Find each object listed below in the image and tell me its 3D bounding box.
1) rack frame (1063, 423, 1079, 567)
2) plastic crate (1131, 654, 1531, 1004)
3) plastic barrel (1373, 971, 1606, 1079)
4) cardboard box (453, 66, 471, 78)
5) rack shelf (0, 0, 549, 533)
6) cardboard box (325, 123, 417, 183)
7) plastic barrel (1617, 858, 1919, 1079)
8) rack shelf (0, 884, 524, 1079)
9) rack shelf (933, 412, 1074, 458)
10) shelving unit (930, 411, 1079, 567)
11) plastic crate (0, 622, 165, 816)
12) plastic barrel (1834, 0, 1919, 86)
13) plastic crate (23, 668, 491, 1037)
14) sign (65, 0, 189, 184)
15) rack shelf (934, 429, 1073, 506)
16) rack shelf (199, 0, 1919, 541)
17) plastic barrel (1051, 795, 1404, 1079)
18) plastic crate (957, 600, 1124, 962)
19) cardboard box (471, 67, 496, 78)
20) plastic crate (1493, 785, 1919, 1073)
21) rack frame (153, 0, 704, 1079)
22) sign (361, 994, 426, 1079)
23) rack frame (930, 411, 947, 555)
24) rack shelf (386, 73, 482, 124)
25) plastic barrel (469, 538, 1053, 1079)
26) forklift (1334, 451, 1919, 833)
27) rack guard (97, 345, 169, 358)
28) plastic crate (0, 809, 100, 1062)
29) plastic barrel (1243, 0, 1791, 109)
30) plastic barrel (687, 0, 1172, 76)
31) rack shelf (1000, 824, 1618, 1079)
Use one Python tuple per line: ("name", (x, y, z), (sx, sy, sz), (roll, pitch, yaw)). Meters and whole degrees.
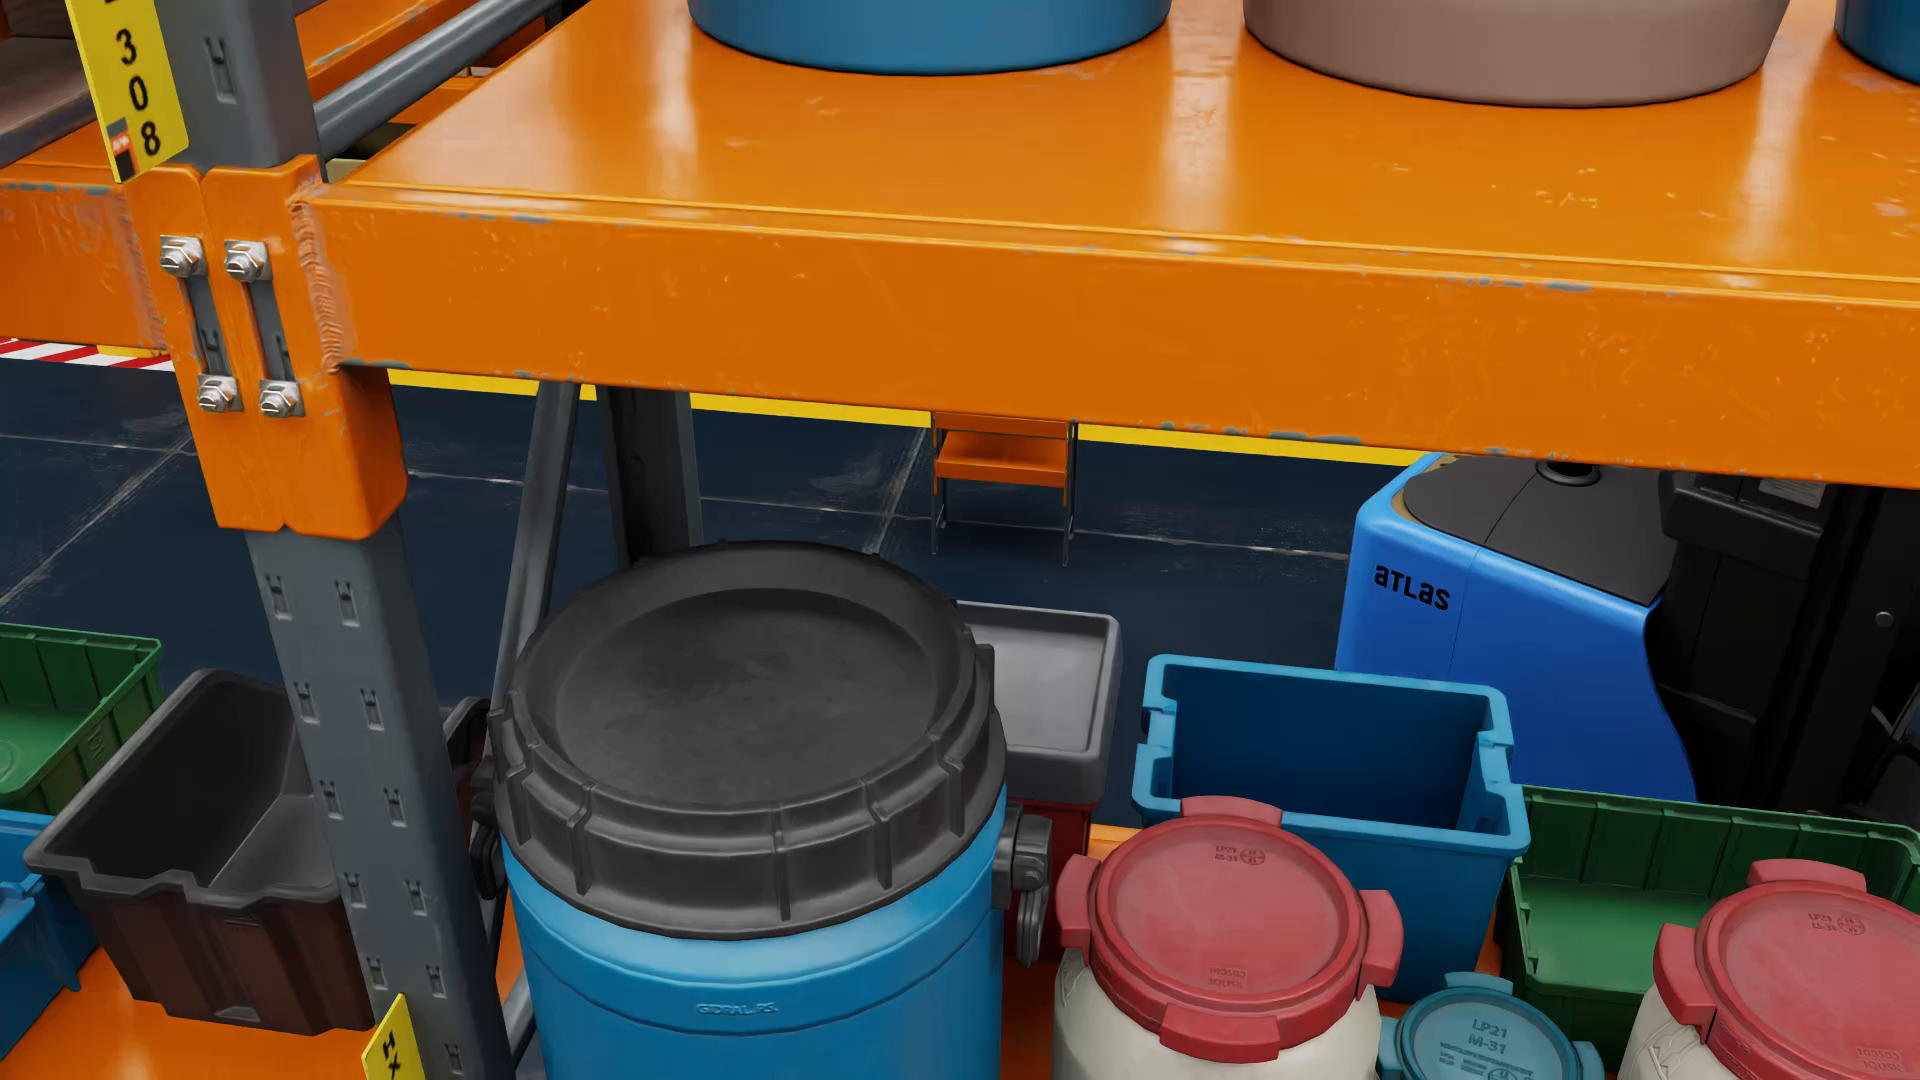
("rack frame", (0.404, -0.472, 5.873), (0.015, 1.200, 0.240), (5, 32, 8))
("plastic crate", (0.566, 0.478, 2.674), (0.575, 0.384, 0.392), (5, 32, 8))
("plastic barrel", (0.705, 0.793, 2.287), (0.301, 0.262, 0.301), (0, 32, 0))
("cardboard box", (-2.214, -2.314, 7.025), (0.500, 0.500, 0.700), (5, 32, 9))
("rack shelf", (-2.545, -0.609, 2.247), (4.000, 0.370, 1.077), (5, 32, 8))
("cardboard box", (-2.695, -1.534, 7.363), (0.500, 0.500, 0.500), (5, 32, 8))
("plastic barrel", (1.056, 0.744, 2.107), (0.433, 0.535, 0.433), (0, 32, 0))
("rack shelf", (-2.545, 0.662, 3.043), (4.000, 0.370, 1.077), (5, 32, 8))
("rack shelf", (0.163, -0.437, 5.944), (0.480, 0.148, 0.258), (5, 32, 8))
("shelving unit", (0.163, -0.494, 5.908), (0.503, 1.200, 0.258), (5, 32, 8))
("plastic crate", (-1.864, 0.357, 3.053), (0.662, 0.188, 0.450), (5, 32, 8))
("plastic barrel", (1.254, -0.900, 1.560), (0.708, 0.901, 0.600), (5, 32, 8))
("plastic crate", (-1.068, 0.449, 2.764), (0.504, 0.338, 0.767), (5, 32, 8))
("sign", (-0.677, -0.453, 1.311), (0.005, 0.325, 0.100), (5, 32, 8))
("rack shelf", (0.163, -0.268, 6.049), (0.480, 0.148, 0.258), (5, 32, 8))
("rack shelf", (1.398, -0.252, 1.677), (4.000, 0.370, 1.077), (5, 32, 8))
("plastic barrel", (0.333, 0.678, 2.211), (0.433, 0.535, 0.433), (0, 32, 0))
("plastic crate", (-0.045, 0.392, 2.737), (0.583, 0.464, 0.402), (5, 32, 8))
("cardboard box", (-1.695, -2.269, 6.953), (0.500, 0.500, 0.700), (6, 33, 10))
("plastic crate", (1.191, 0.633, 2.611), (0.662, 0.188, 0.450), (5, 32, 8))
("rack frame", (-0.574, 0.537, 2.564), (0.053, 2.616, 0.949), (5, 32, 8))
("sign", (-0.677, 0.705, 2.036), (0.005, 0.325, 0.100), (5, 32, 8))
("rack frame", (-0.077, -0.516, 5.943), (0.015, 1.200, 0.240), (5, 32, 8))
("rack shelf", (-1.708, -1.928, 7.181), (4.000, 0.370, 1.077), (5, 32, 8))
("plastic barrel", (-0.244, 0.516, 2.126), (0.708, 0.901, 0.600), (5, 32, 8))
("forklift", (2.486, -0.108, 3.661), (3.031, 2.935, 1.130), (24, 39, 33))
("rack guard", (-3.703, -1.354, 7.942), (0.348, 0.500, 1.175), (5, 32, 8))
("plastic crate", (-1.710, 0.642, 2.537), (0.616, 0.251, 0.499), (5, 32, 8))
("plastic barrel", (0.609, -0.958, 1.654), (0.600, 0.901, 0.600), (0, 32, 0))
("plastic barrel", (-0.036, -1.016, 1.747), (0.708, 0.901, 0.600), (5, 32, 8))
("rack shelf", (1.398, 1.019, 2.473), (4.000, 0.370, 1.077), (5, 32, 8))
